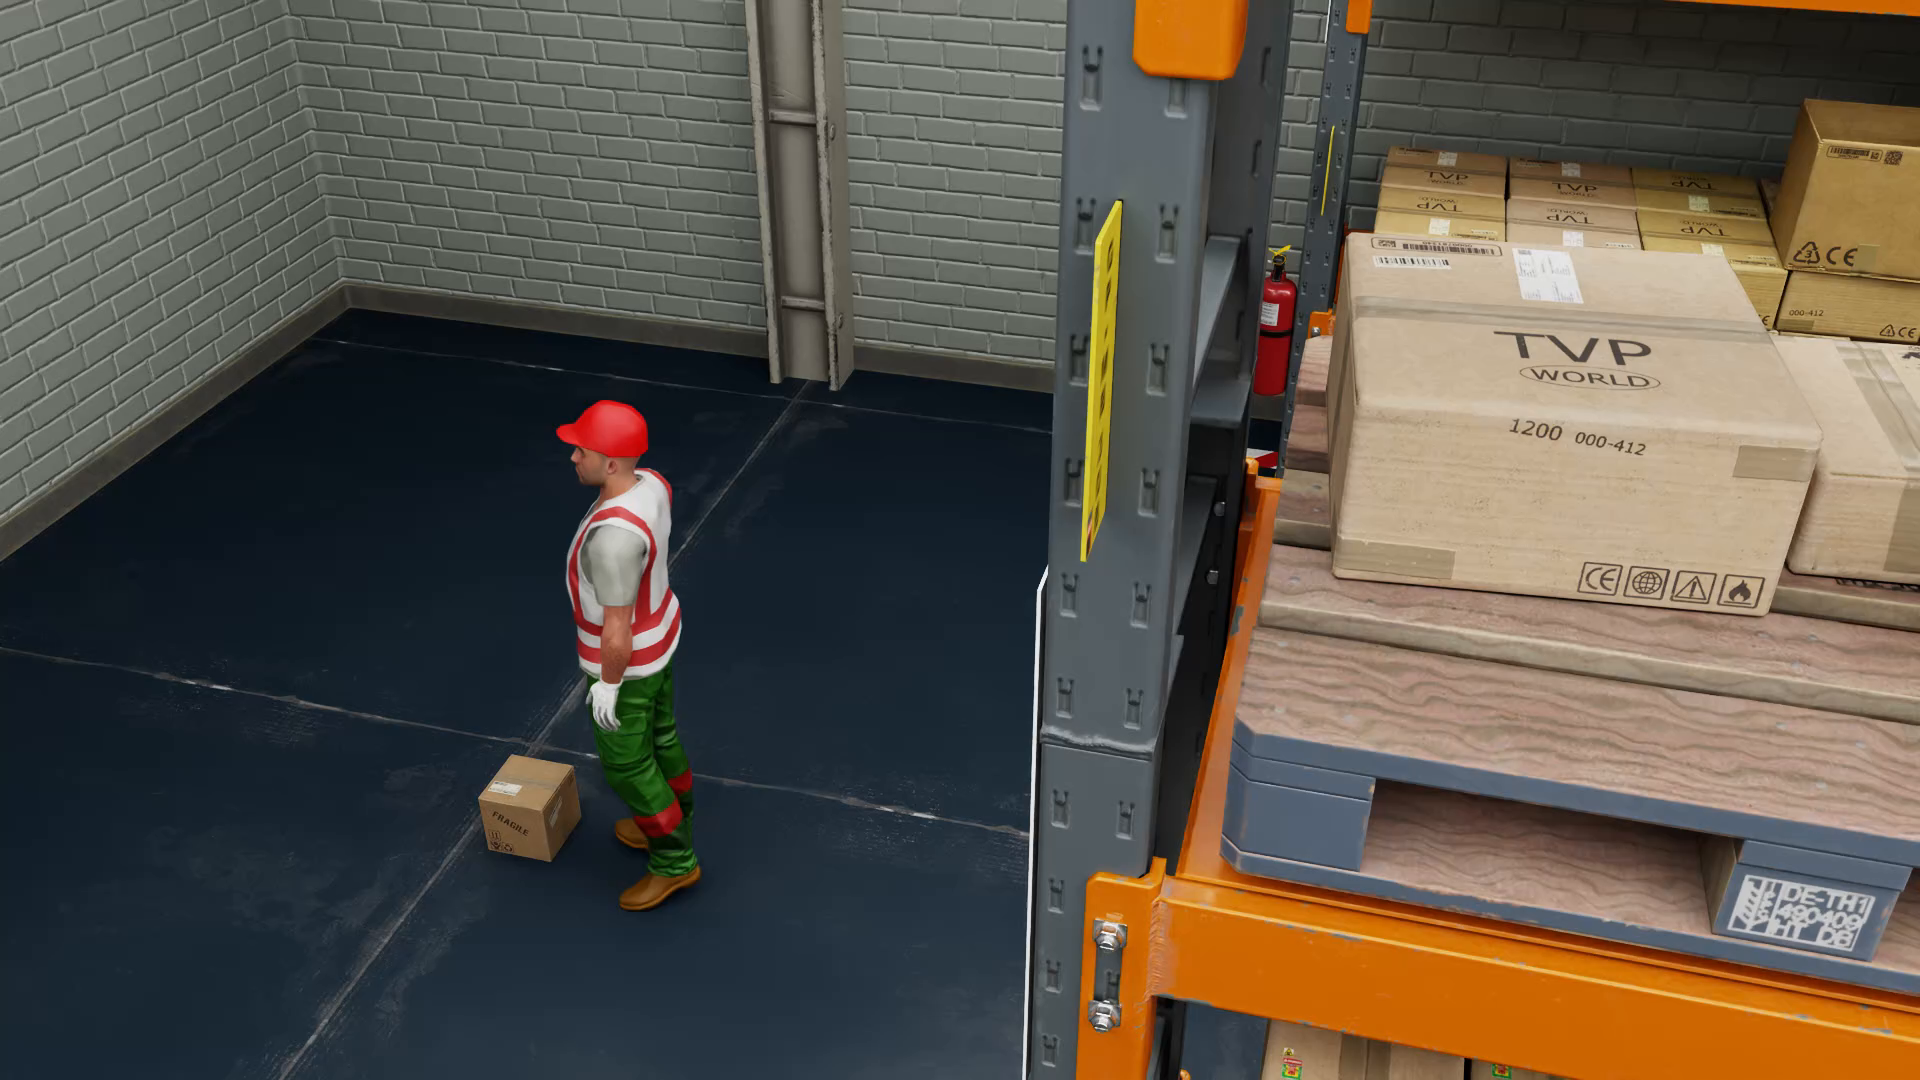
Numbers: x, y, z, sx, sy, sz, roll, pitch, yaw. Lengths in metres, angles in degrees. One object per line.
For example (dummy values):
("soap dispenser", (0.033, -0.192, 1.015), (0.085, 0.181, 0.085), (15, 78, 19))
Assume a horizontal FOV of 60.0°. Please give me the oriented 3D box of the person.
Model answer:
("person", (-1.076, 0.374, 5.504), (0.380, 1.821, 0.595), (4, 33, 6))
